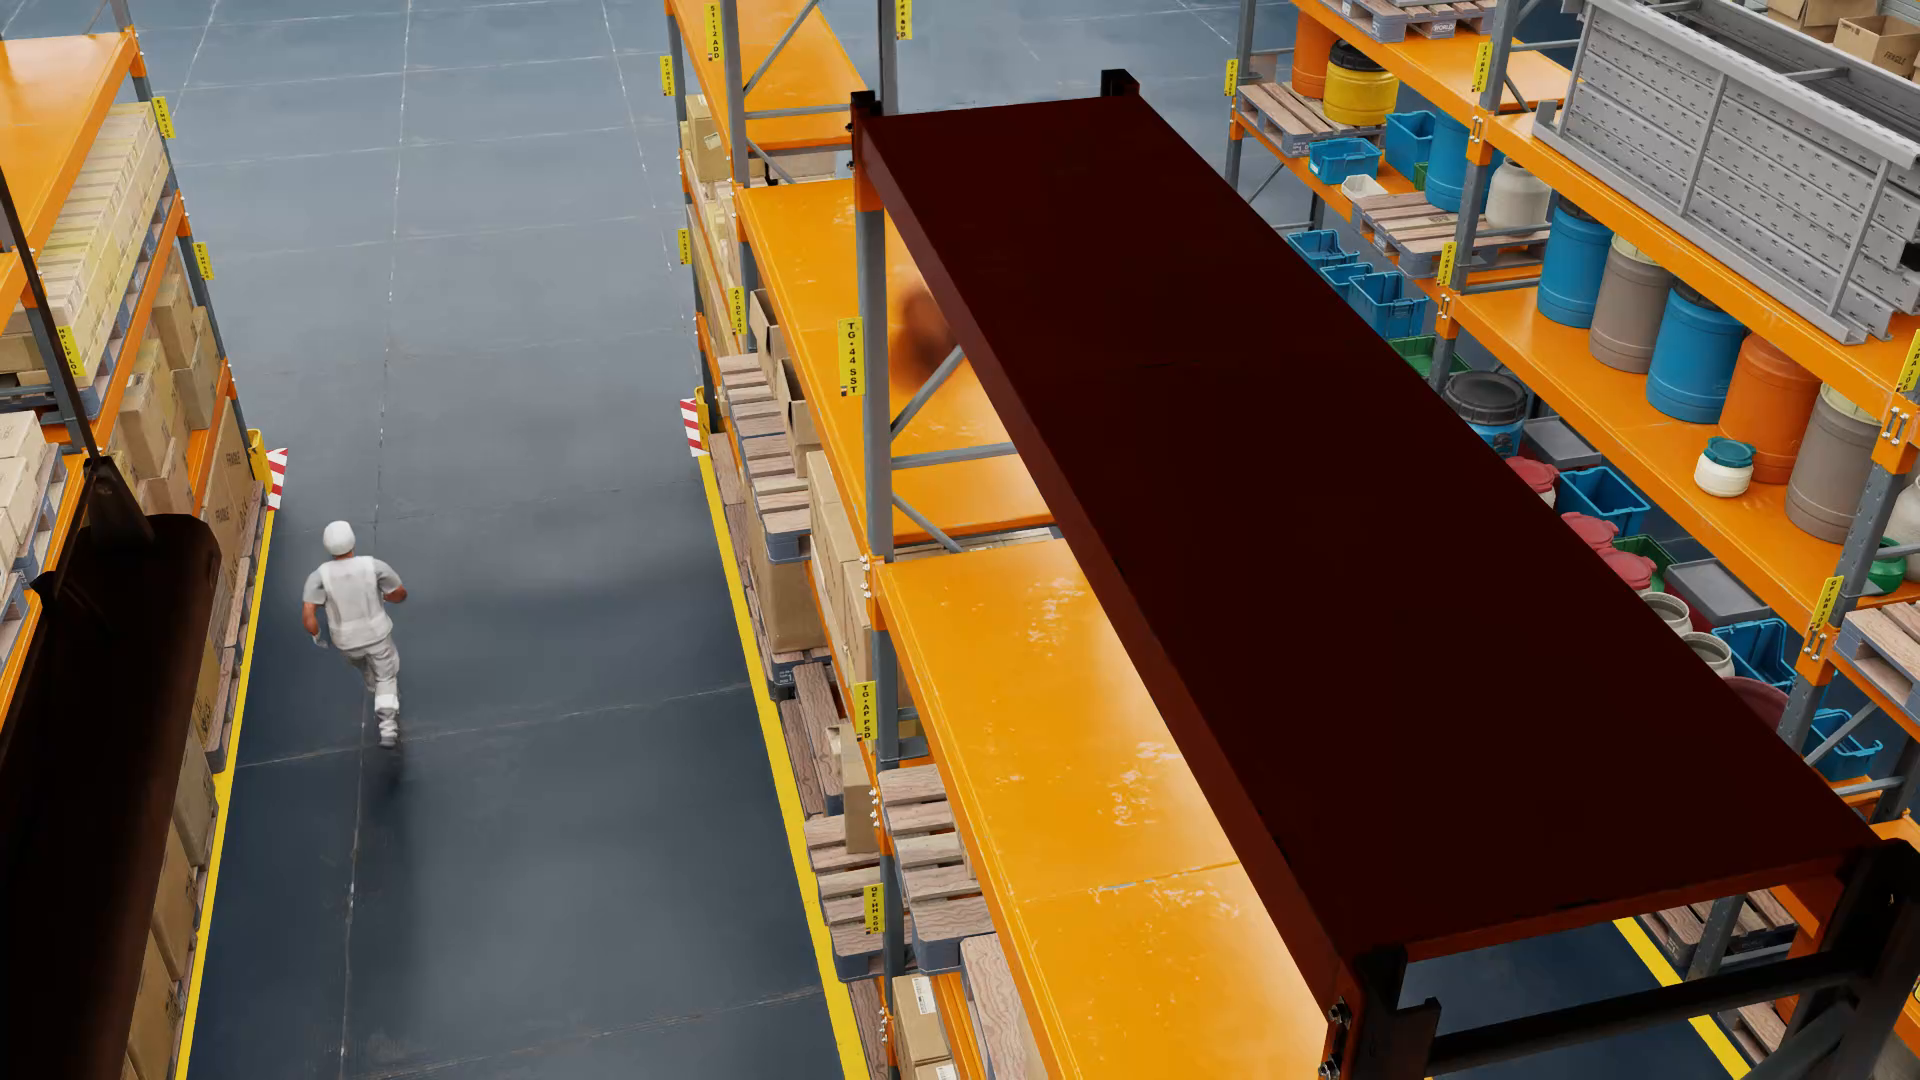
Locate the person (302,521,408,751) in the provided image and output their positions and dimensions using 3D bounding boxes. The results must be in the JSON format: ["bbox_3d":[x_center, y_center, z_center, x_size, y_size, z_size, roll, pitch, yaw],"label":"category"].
[{"bbox_3d":[-4.125,0.682,11.524,0.684,1.775,1.028,-11,36,-16],"label":"person"}]
